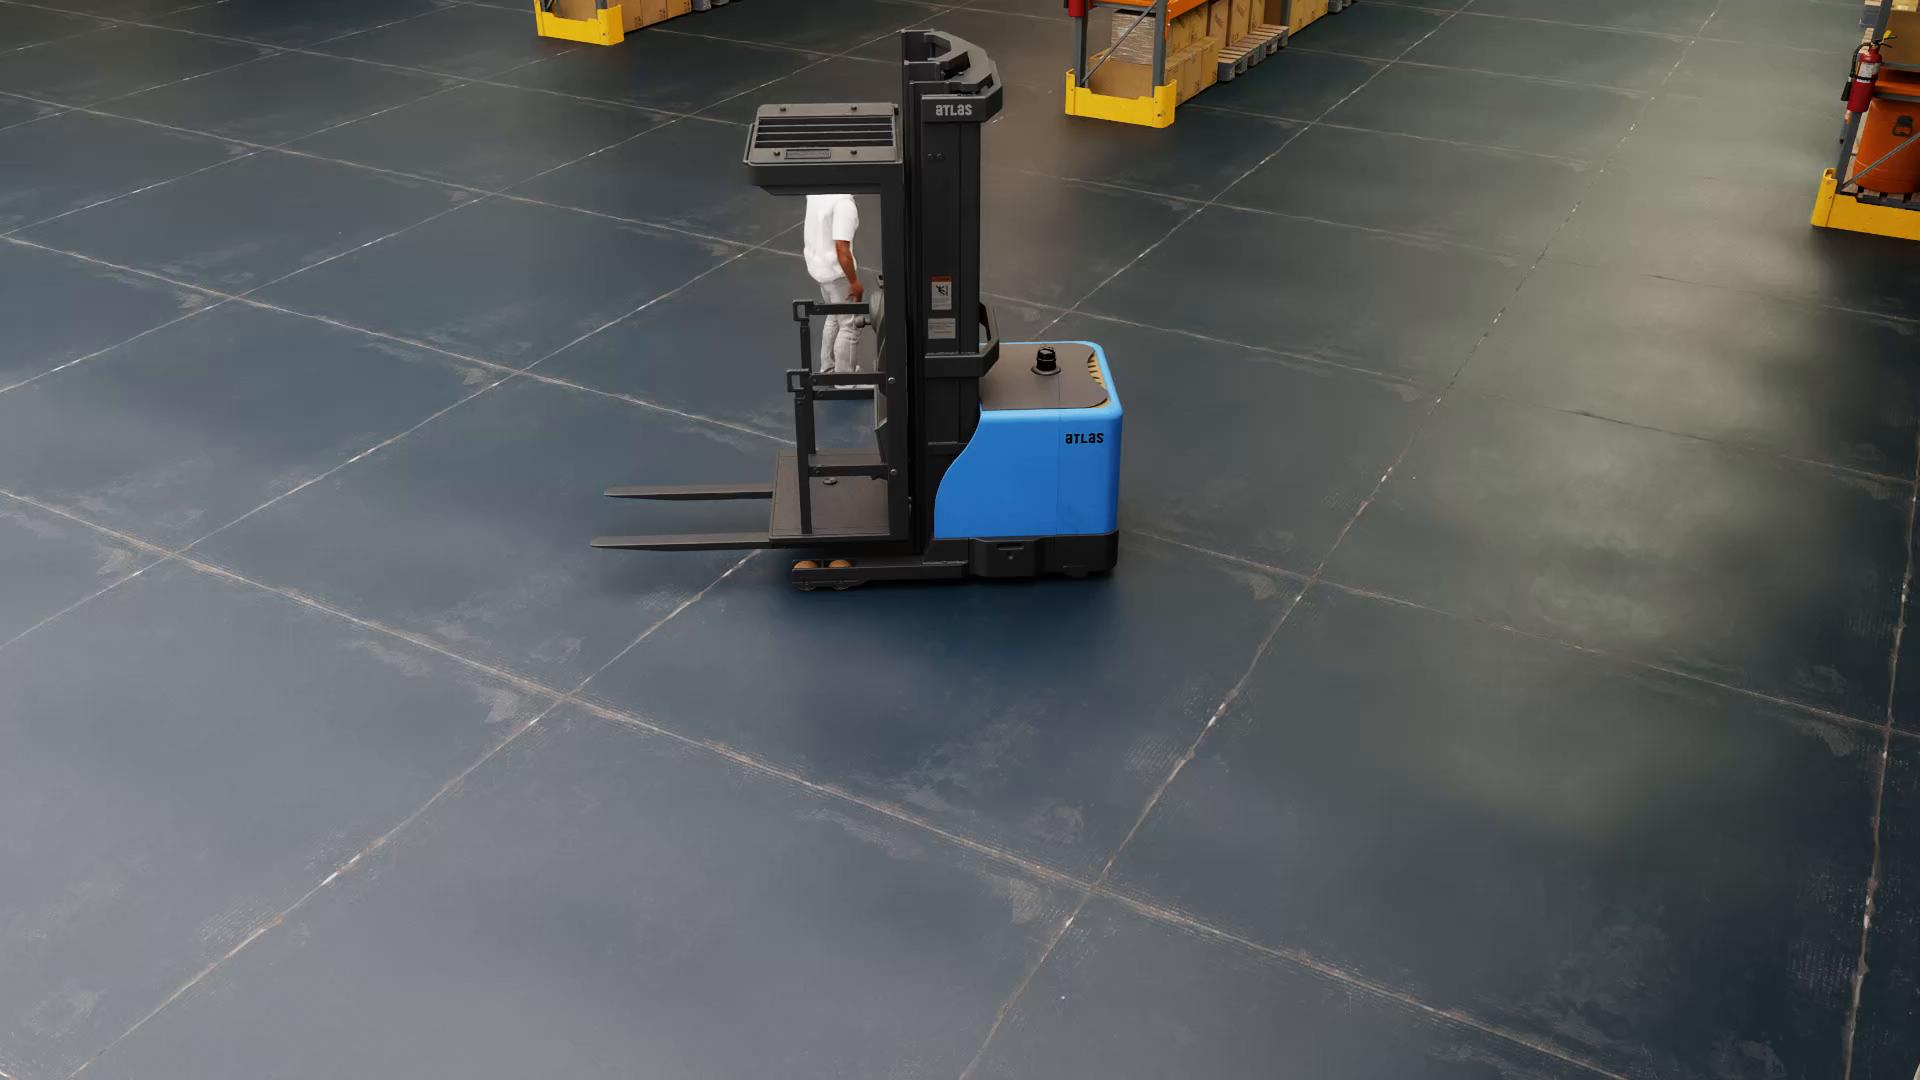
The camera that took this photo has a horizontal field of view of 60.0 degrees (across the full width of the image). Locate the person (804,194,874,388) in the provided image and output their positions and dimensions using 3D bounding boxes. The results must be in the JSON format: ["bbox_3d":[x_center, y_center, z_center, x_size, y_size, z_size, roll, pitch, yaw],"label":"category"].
[{"bbox_3d":[-0.822,-1.872,11.489,0.461,1.760,0.627,-11,32,-18],"label":"person"}]

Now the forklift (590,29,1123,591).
[{"bbox_3d":[-0.624,-1.253,9.241,3.031,2.935,1.130,-2,30,-3],"label":"forklift"}]
